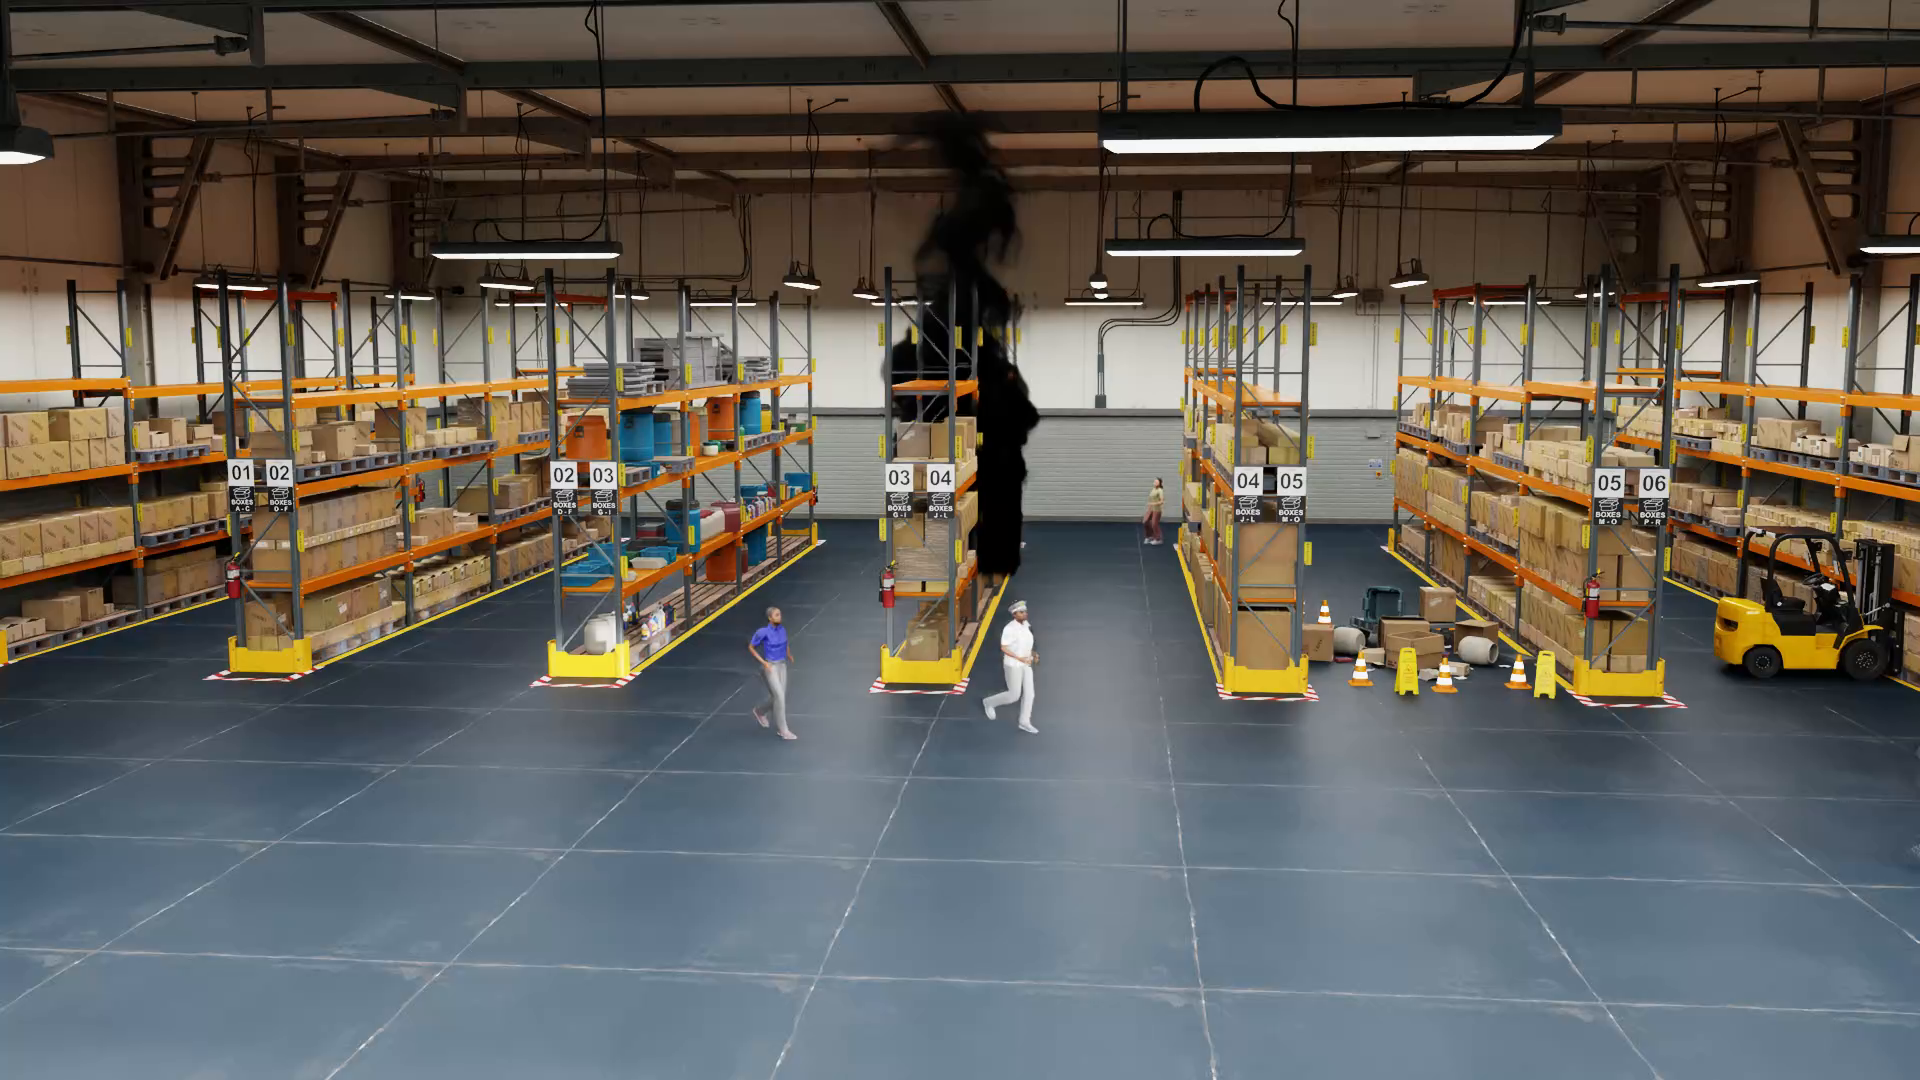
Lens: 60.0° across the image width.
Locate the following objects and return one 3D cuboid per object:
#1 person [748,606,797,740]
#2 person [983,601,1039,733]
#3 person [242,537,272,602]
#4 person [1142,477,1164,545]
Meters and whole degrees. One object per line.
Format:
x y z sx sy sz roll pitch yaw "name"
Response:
-2.373 1.654 20.964 0.774 1.660 0.583 5 9 36 "person"
0.705 1.601 21.343 0.781 1.698 0.587 6 9 41 "person"
-11.735 0.763 27.832 0.716 1.743 0.630 1 7 7 "person"
4.741 -0.697 40.243 0.601 1.660 0.591 -5 9 -35 "person"
